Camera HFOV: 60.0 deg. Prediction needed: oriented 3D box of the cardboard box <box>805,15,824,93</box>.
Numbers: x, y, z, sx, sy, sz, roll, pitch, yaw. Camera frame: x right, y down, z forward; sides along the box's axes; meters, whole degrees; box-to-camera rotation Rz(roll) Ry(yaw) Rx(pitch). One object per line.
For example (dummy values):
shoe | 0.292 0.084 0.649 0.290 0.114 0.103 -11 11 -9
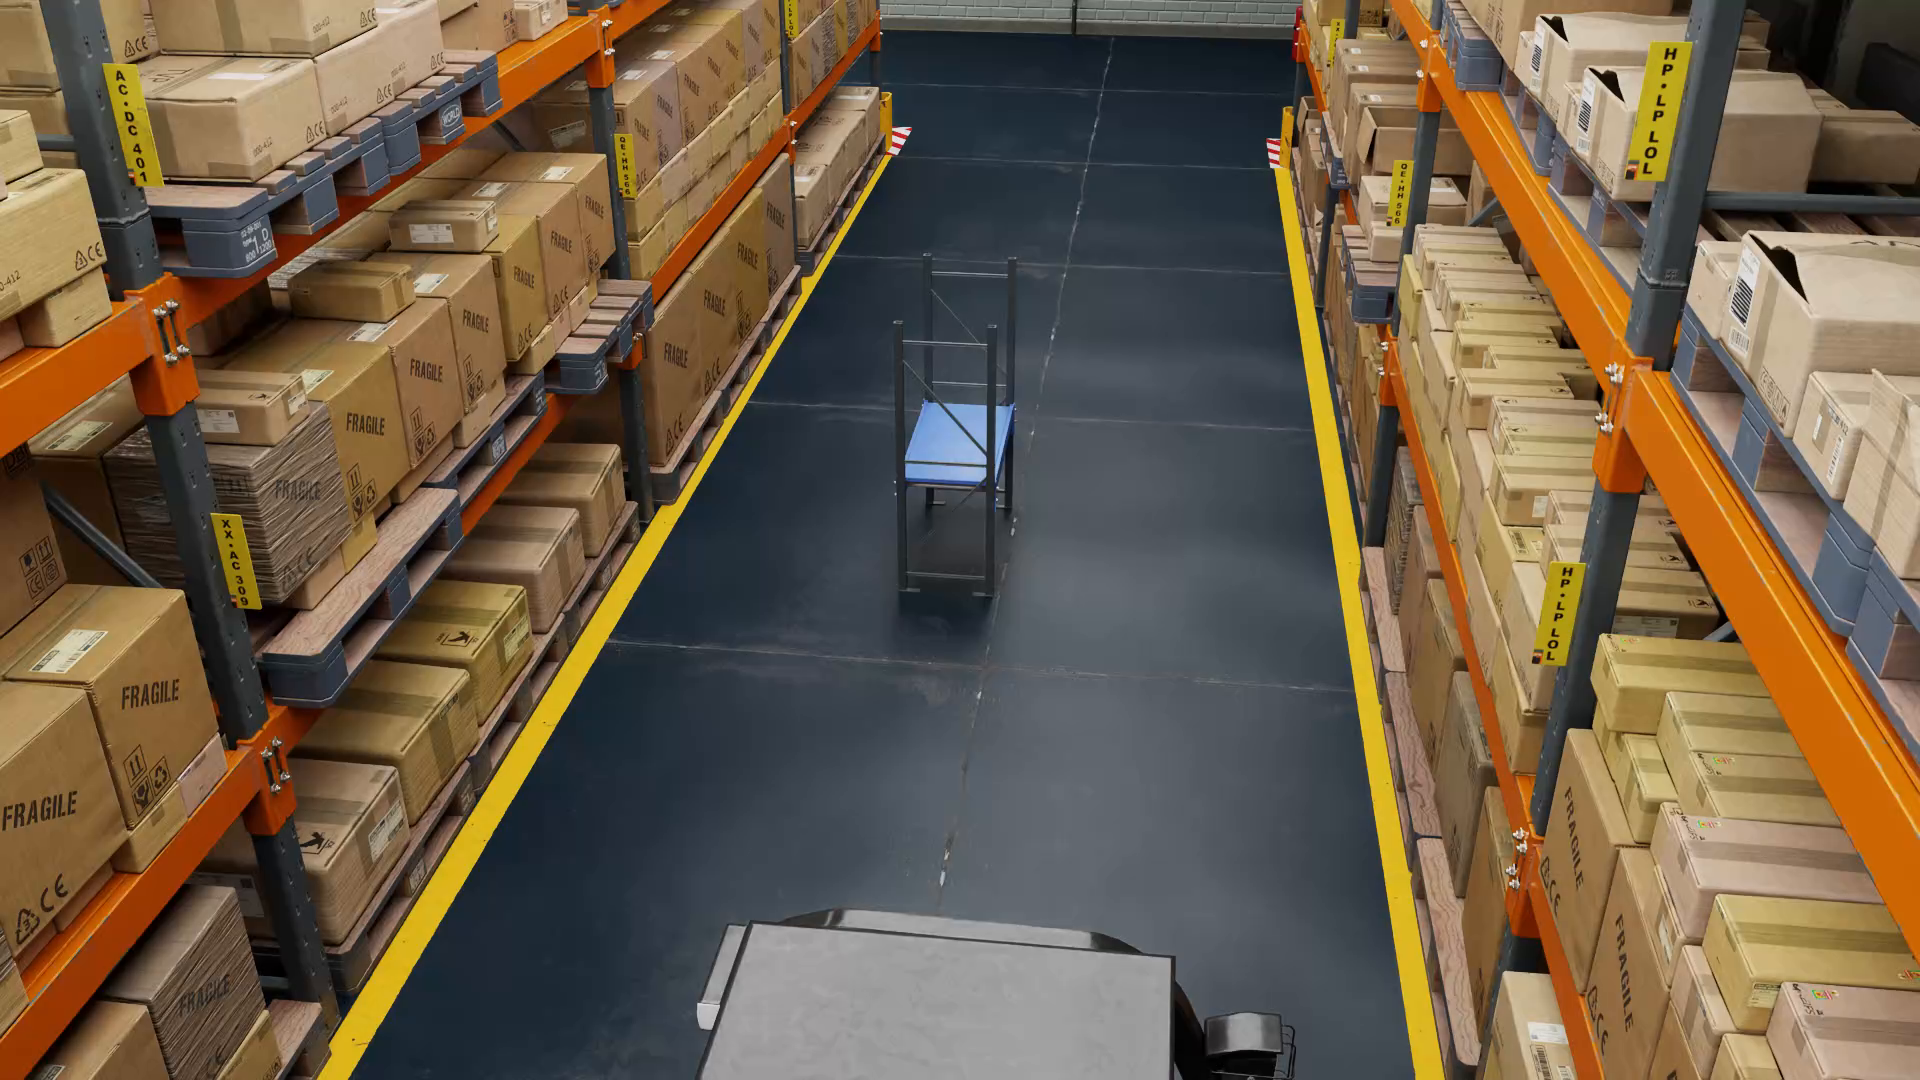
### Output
cardboard box | -1.376 -3.832 13.095 0.500 0.500 0.500 4 29 7

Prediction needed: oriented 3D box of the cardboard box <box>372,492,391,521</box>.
cardboard box | -2.360 -0.151 6.189 0.380 0.149 0.250 5 29 9

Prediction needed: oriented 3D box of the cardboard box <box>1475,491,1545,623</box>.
cardboard box | 2.049 0.064 5.599 0.500 0.250 0.500 3 28 5

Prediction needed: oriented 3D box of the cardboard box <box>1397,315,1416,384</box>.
cardboard box | 2.380 -0.915 7.945 0.500 0.250 0.500 3 29 6

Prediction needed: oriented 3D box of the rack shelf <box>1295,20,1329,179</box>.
rack shelf | 3.412 -3.684 13.683 1.077 0.370 4.000 3 28 6

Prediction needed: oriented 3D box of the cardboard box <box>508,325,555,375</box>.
cardboard box | -2.062 -0.869 7.523 0.380 0.149 0.250 4 29 7

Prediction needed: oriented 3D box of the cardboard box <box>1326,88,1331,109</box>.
cardboard box | 2.974 -3.361 12.590 0.380 0.149 0.250 4 29 8

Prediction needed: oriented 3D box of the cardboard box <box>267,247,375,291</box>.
cardboard box | -2.719 -0.893 6.883 0.500 0.500 0.500 2 28 4

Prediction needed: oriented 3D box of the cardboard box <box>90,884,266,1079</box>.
cardboard box | -2.546 1.410 5.136 0.500 0.500 0.500 3 28 5

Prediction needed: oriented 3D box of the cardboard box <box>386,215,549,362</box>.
cardboard box | -2.142 -1.111 7.287 0.500 0.500 0.500 1 28 3

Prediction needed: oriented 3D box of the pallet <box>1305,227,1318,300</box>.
pallet | 3.252 -2.154 13.027 1.003 0.211 1.213 3 28 6

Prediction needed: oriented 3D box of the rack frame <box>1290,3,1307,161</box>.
rack frame | 3.657 -4.942 15.260 1.000 3.000 0.127 3 28 6

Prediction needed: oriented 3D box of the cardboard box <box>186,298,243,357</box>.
cardboard box | -2.836 -0.781 5.991 0.380 0.149 0.250 3 28 5

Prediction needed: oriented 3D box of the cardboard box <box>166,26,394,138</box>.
cardboard box | -2.209 -1.510 5.443 0.500 0.250 0.500 3 28 6

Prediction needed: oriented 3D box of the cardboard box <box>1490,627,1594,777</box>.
cardboard box | 1.989 0.520 5.279 0.500 0.250 0.500 4 29 7

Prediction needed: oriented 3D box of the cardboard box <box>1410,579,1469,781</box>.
cardboard box | 2.433 0.602 7.030 0.875 0.625 0.625 2 28 4

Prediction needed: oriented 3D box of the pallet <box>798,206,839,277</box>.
pallet | -1.589 -2.471 13.615 1.003 0.211 1.213 3 28 6

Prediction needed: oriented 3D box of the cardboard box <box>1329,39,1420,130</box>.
cardboard box | 2.886 -3.073 11.243 0.700 0.500 0.500 4 29 7

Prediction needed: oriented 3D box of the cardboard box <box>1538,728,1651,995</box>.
cardboard box | 1.874 0.857 4.392 0.500 0.500 0.500 3 28 5

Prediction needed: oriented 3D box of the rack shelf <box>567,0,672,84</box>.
rack shelf | -2.004 -3.408 10.009 1.077 0.370 4.000 3 28 6

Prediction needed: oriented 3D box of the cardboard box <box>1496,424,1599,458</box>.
cardboard box | 2.099 -0.282 5.822 0.380 0.149 0.250 3 28 5

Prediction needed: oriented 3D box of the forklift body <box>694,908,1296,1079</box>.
forklift body | 0.119 1.965 3.335 2.313 2.155 1.214 3 28 6

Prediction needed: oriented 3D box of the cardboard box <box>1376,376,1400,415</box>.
cardboard box | 2.486 -0.793 9.069 0.380 0.149 0.250 2 28 4

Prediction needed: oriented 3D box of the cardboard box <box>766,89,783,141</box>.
cardboard box | -1.564 -3.054 11.914 0.500 0.250 0.500 3 28 5

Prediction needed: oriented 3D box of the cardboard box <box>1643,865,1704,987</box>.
cardboard box | 1.749 0.870 3.683 0.380 0.149 0.250 4 29 7

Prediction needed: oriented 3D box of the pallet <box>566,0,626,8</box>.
pallet | -2.223 -3.006 8.704 1.213 0.211 1.003 5 29 9

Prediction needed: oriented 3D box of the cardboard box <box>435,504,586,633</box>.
cardboard box | -2.411 0.122 8.188 0.950 0.372 0.625 3 28 5

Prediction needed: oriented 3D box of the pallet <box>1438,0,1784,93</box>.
pallet | 2.683 -2.089 7.001 1.213 0.211 1.003 5 29 9

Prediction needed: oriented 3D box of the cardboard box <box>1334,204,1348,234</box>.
cardboard box | 2.859 -2.275 11.820 0.380 0.149 0.250 5 29 9

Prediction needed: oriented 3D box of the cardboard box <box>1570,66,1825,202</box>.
cardboard box | 2.034 -1.158 4.620 0.500 0.311 0.500 2 28 5

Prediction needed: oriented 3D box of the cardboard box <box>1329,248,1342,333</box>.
cardboard box | 2.829 -1.677 11.394 0.500 0.500 0.500 3 28 6

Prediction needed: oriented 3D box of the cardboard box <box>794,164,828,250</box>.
cardboard box | -1.576 -2.692 13.343 0.875 0.438 0.875 3 28 5

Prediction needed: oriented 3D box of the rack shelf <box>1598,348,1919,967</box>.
rack shelf | 1.942 0.644 2.487 1.077 0.370 4.000 3 28 6

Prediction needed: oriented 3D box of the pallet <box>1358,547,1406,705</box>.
pallet | 2.538 0.437 8.217 1.003 0.211 1.213 3 28 6

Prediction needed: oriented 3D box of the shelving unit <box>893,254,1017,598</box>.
shelving unit | -0.010 -0.620 8.820 0.538 1.500 1.048 3 28 6

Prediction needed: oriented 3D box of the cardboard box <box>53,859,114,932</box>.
cardboard box | -2.610 0.936 4.615 0.380 0.149 0.250 3 29 6

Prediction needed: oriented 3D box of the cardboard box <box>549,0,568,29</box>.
cardboard box | -2.080 -2.512 7.853 0.380 0.149 0.250 3 28 6

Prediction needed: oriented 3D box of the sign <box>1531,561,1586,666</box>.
sign | 1.647 0.205 4.570 0.100 0.325 0.005 3 28 6

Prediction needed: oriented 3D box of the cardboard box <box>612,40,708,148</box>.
cardboard box | -1.817 -2.642 9.831 0.500 0.500 0.500 4 29 8

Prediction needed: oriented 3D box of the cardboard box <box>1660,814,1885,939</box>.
cardboard box | 1.755 0.743 3.605 0.380 0.149 0.250 4 29 7

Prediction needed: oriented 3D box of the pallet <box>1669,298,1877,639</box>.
pallet | 2.108 -0.172 3.337 1.003 0.211 1.213 3 28 6

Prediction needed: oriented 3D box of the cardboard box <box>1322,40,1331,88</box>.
cardboard box | 3.034 -3.614 12.641 0.500 0.250 0.500 3 29 6

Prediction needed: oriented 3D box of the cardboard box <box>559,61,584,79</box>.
cardboard box | -2.391 -2.447 9.471 0.500 0.500 0.500 4 29 7

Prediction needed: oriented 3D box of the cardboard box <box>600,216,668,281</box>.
cardboard box | -1.940 -1.612 9.239 0.500 0.250 0.500 3 28 5

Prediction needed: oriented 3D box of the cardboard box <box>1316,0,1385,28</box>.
cardboard box | 3.151 -4.433 13.369 0.500 0.500 0.500 4 29 7

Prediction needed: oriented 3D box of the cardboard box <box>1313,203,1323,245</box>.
cardboard box | 2.988 -2.487 13.145 0.396 0.266 0.258 4 29 8

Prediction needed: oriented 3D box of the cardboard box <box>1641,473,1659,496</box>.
cardboard box | 2.649 -0.148 5.993 0.500 0.250 0.500 3 28 5

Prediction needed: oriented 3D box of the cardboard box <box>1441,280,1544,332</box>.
cardboard box | 2.289 -1.001 7.156 0.380 0.149 0.250 4 29 7

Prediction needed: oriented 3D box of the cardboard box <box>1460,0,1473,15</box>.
cardboard box | 2.347 -2.443 6.805 0.500 0.500 0.500 4 29 7

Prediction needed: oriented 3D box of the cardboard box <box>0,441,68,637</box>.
cardboard box | -3.009 -0.001 4.615 0.700 0.500 0.500 3 28 6

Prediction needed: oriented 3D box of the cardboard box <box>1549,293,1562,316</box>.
cardboard box | 2.825 -1.093 7.326 0.380 0.149 0.250 3 28 6

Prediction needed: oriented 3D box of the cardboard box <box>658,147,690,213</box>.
cardboard box | -1.878 -2.084 9.587 0.500 0.250 0.500 4 29 7

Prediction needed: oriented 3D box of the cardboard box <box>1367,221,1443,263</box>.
cardboard box | 2.377 -1.582 8.846 0.380 0.149 0.250 4 29 7
